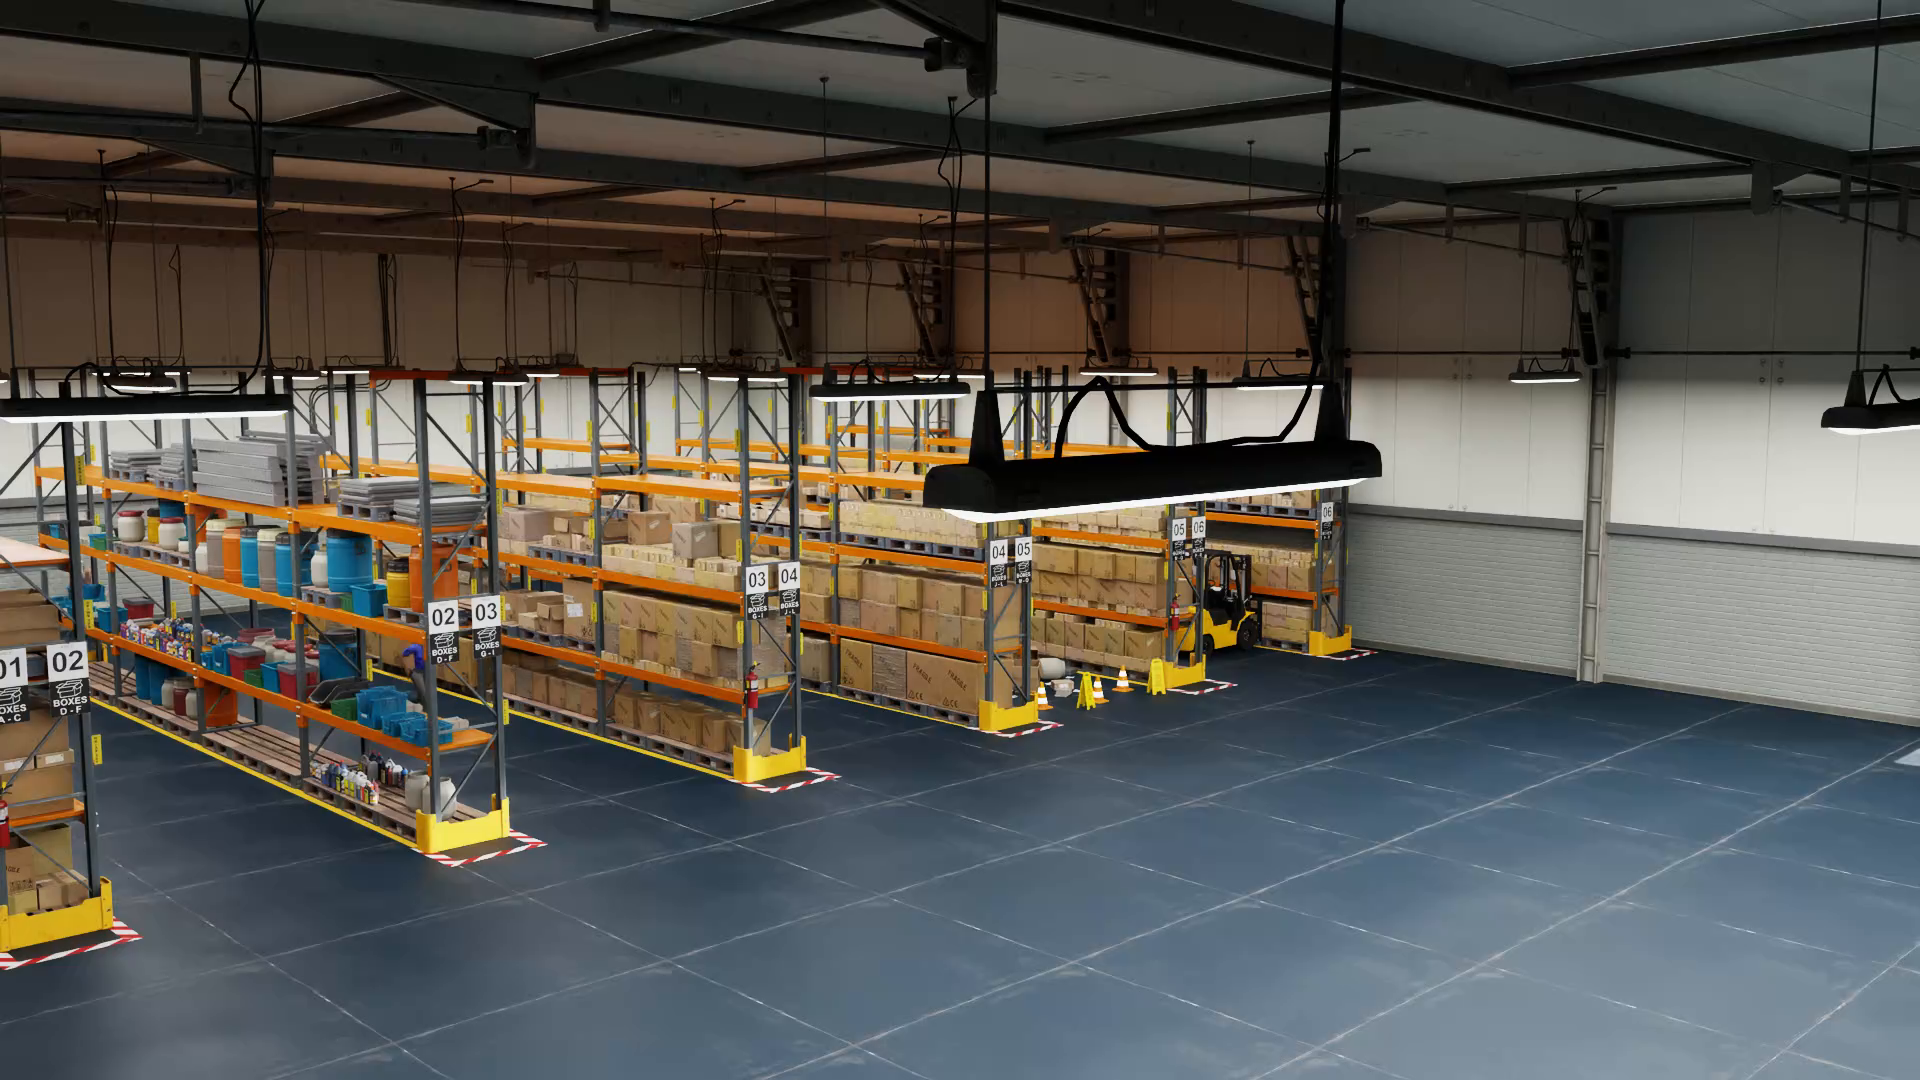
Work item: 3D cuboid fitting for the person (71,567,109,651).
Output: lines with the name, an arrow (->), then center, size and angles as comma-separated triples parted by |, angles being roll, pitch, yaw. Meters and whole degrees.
person -> -18.388, 1.489, 35.122 | 0.932, 1.847, 0.675 | -4, 8, -33

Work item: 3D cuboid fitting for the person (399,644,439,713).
person -> -9.142, 2.344, 28.122 | 0.906, 1.697, 0.616 | 4, 8, 34

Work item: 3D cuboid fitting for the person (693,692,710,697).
person -> -4.545, 2.062, 30.514 | 0.796, 1.726, 0.650 | 0, 6, 0
